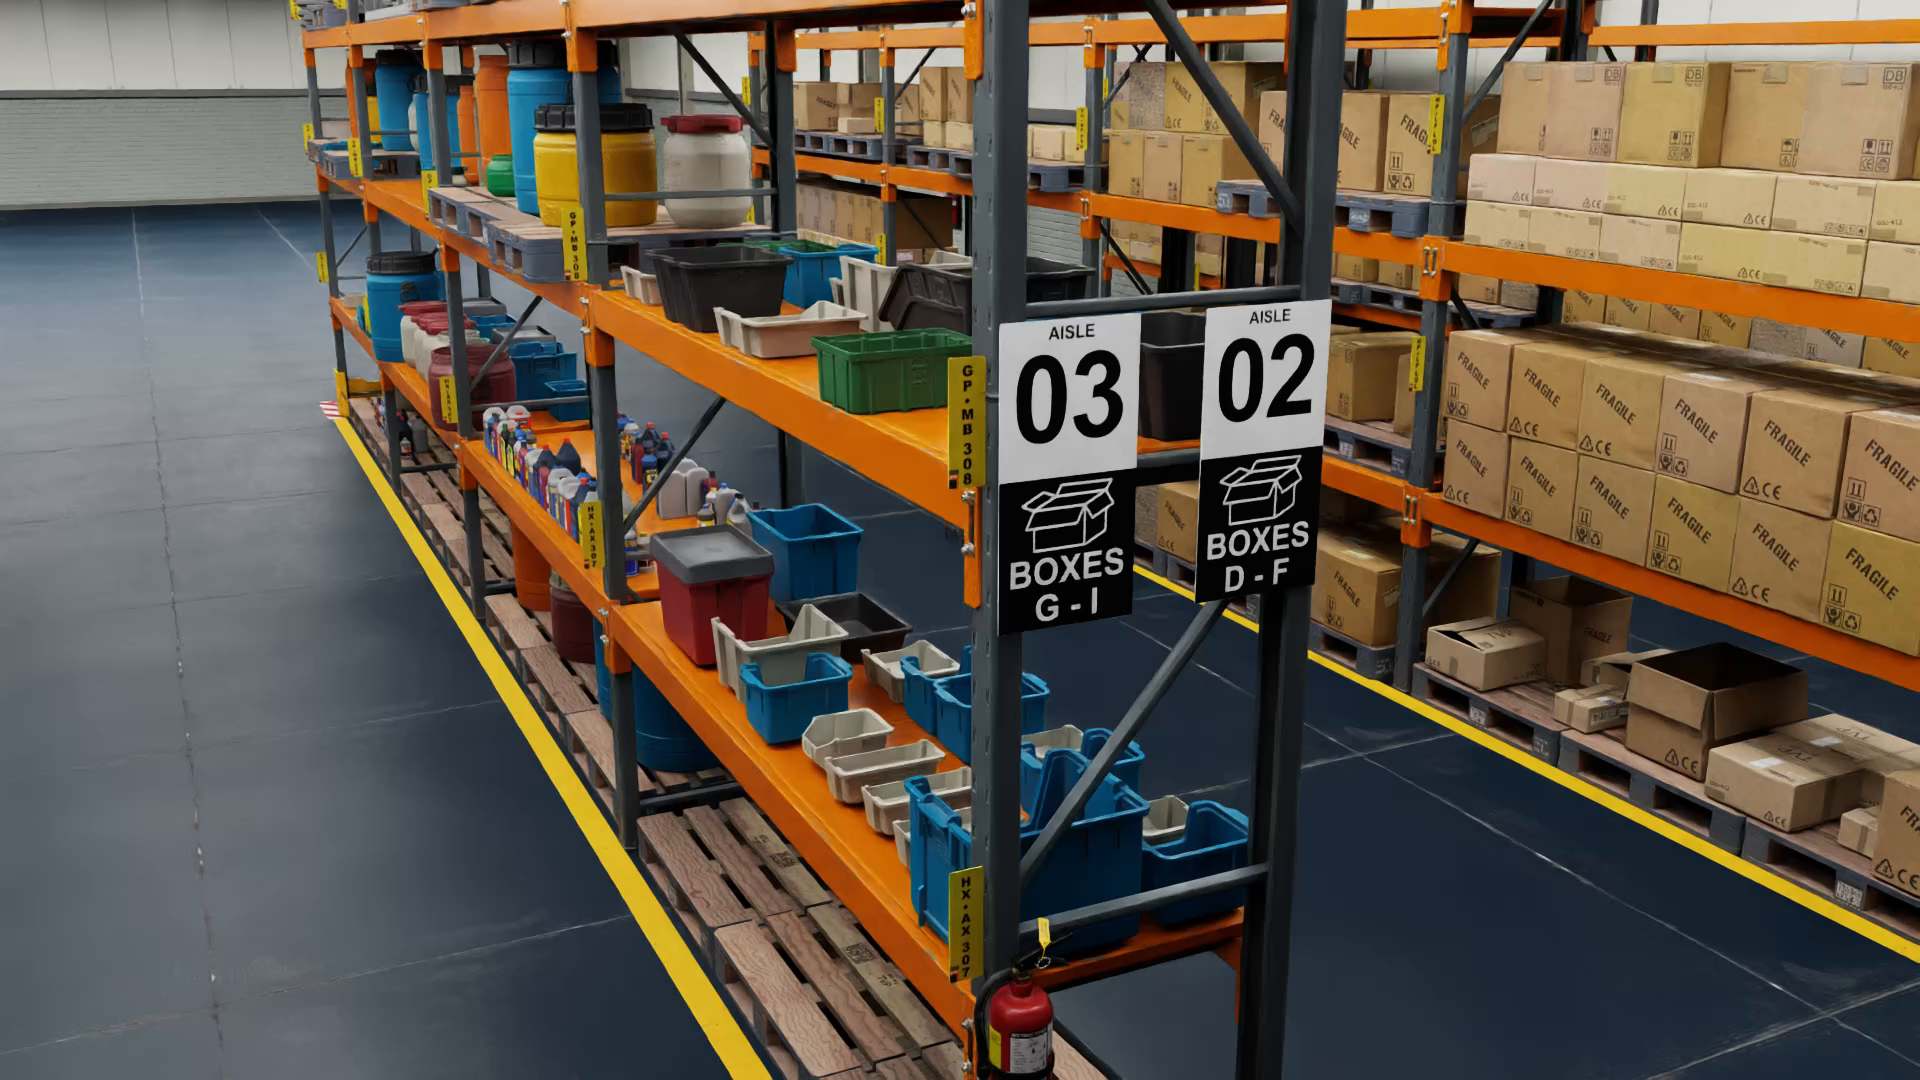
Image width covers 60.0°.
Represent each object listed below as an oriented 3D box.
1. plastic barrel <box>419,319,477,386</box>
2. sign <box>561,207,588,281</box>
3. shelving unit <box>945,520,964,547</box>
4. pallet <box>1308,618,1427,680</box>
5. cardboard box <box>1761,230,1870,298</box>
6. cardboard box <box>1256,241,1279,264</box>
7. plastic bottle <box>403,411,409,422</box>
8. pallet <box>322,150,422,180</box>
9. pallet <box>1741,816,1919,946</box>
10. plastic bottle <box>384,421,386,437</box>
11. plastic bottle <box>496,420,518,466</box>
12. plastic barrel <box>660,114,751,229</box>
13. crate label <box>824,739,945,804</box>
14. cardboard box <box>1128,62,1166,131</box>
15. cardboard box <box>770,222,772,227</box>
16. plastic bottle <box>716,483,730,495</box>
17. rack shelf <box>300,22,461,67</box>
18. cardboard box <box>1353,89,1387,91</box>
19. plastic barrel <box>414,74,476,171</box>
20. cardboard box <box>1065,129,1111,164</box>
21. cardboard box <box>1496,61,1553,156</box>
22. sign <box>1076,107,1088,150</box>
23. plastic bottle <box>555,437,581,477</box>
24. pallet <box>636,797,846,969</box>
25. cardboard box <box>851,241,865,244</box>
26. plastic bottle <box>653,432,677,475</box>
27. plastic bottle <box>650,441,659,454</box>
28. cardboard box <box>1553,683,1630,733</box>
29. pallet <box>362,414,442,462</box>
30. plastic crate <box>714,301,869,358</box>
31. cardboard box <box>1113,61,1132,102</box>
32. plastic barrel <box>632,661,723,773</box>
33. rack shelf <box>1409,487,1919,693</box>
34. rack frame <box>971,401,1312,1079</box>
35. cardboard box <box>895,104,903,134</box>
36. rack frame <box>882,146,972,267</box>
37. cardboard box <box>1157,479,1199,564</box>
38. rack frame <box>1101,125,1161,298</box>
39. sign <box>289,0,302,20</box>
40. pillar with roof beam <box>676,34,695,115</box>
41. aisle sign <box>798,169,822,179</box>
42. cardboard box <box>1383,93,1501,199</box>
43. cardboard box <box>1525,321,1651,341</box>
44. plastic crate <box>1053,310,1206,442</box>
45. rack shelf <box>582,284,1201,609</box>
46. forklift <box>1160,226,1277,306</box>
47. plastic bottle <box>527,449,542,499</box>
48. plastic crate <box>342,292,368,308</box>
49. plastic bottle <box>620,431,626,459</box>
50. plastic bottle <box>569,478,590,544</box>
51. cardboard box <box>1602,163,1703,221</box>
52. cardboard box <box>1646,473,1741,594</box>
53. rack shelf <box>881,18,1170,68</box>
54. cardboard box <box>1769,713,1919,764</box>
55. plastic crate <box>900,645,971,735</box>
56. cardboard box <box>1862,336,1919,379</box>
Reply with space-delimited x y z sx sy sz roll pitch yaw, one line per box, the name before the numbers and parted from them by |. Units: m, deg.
plastic barrel | -4.020 -1.453 13.128 0.433 0.535 0.433 0 16 0
sign | -1.744 -1.337 7.516 0.100 0.325 0.005 -8 18 -25
shelving unit | 0.023 -0.491 13.560 0.215 1.050 0.252 -8 18 -25
pallet | 2.816 0.589 11.315 1.003 0.211 1.213 -8 18 -25
cardboard box | 4.056 -1.275 7.591 0.500 0.250 0.500 -8 18 -25
cardboard box | 3.668 -3.515 19.438 0.500 0.500 0.500 -8 18 -25
plastic bottle | -5.439 -1.117 16.333 0.061 0.283 0.133 -8 18 -25
pallet | -5.157 -3.458 15.268 1.213 0.211 1.003 -8 18 -25
pallet | 4.575 1.562 7.926 1.003 0.211 1.213 -8 18 -25
plastic bottle | -5.664 -1.126 16.512 0.097 0.201 0.097 0 16 0
plastic bottle | -2.899 -0.628 10.725 0.152 0.276 0.135 -8 18 -25
plastic barrel | -1.254 -1.826 8.231 0.433 0.535 0.433 0 16 0
crate label | -0.274 0.813 5.848 0.396 0.136 0.243 -8 18 -25
cardboard box | 1.639 -3.408 12.755 0.500 0.500 0.500 -8 18 -25
cardboard box | -2.073 -3.766 20.079 0.380 0.149 0.250 -8 18 -25
plastic bottle | -1.295 -0.178 9.167 0.097 0.271 0.097 0 16 0
rack shelf | -5.629 -4.782 16.129 1.077 0.370 4.000 -8 18 -25
cardboard box | 4.320 -4.684 18.254 0.500 0.500 0.500 -5 17 -17
plastic barrel | -4.335 -3.523 14.243 0.600 0.901 0.708 -8 18 -25
cardboard box | 1.204 -3.223 13.617 0.500 0.250 0.500 -9 18 -29
cardboard box | 3.453 -2.409 9.274 0.700 0.500 0.500 -8 18 -25
sign | 0.951 -3.209 12.977 0.100 0.325 0.005 -8 18 -25
plastic bottle | -2.350 -0.446 9.957 0.144 0.351 0.185 -8 18 -25
pallet | -0.891 1.561 7.927 1.003 0.211 1.213 -8 18 -25
cardboard box | -0.950 -3.130 17.864 0.380 0.149 0.250 -8 18 -25
plastic bottle | -1.768 -0.469 10.037 0.144 0.351 0.185 -8 18 -25
plastic bottle | -1.854 -0.474 10.175 0.061 0.283 0.133 -8 18 -25
cardboard box | 3.583 0.940 9.377 0.380 0.166 0.250 -8 18 -25
pallet | -5.548 -1.074 17.112 1.003 0.211 1.213 -8 18 -25
plastic crate | -0.624 -0.762 6.008 0.437 0.136 0.530 -8 18 -25
cardboard box | 2.351 -5.984 21.698 0.500 0.500 0.500 -9 18 -29
plastic barrel | -1.471 0.713 8.870 0.600 0.901 0.708 -8 18 -25
rack shelf | 4.082 0.288 8.615 1.077 0.370 4.000 -8 18 -25
rack frame | 0.504 1.035 4.705 1.000 3.000 0.127 -8 18 -25
cardboard box | -0.519 -4.497 17.690 0.500 0.311 0.500 -9 18 -28
rack frame | -0.299 -2.538 17.156 1.000 3.000 0.127 -8 18 -25
cardboard box | 1.846 -0.154 12.585 0.500 0.500 0.500 -8 18 -26
rack frame | 2.400 -4.129 22.702 1.000 3.000 0.127 -8 18 -25
sign | -7.002 -5.650 17.503 0.100 0.325 0.005 -8 18 -25
pillar with roof beam | -10.899 -12.375 40.558 9.100 9.000 0.400 -8 18 -25
aisle sign | -1.816 -4.831 20.434 0.394 0.787 0.004 -8 18 -25
cardboard box | 3.052 -2.428 10.211 0.600 0.600 0.600 -10 19 -30
cardboard box | 3.660 -0.989 9.764 0.500 0.500 0.500 -8 18 -25
plastic crate | 0.586 -0.473 4.759 0.497 0.269 0.590 -8 18 -25
rack shelf | -0.372 -0.557 6.119 1.077 0.370 4.000 -8 18 -25
forklift | 2.695 -2.236 16.228 1.130 2.935 3.031 14 21 40
plastic bottle | -2.494 -0.398 9.926 0.152 0.276 0.135 -8 18 -25
plastic crate | -6.403 -2.544 17.657 0.298 0.136 0.250 -8 18 -25
plastic bottle | -2.177 -0.644 10.916 0.097 0.201 0.097 0 16 0
plastic bottle | -2.026 -0.167 8.984 0.144 0.351 0.185 -8 18 -25
cardboard box | 3.625 -1.764 8.389 0.500 0.250 0.500 -8 18 -25
cardboard box | 3.853 -0.066 8.362 0.500 0.500 0.500 -8 18 -26
rack shelf | 0.578 -4.387 14.755 1.077 0.370 4.000 -8 18 -25
cardboard box | 4.537 1.131 8.559 0.500 0.250 0.500 -8 18 -25
plastic crate | -0.016 0.585 6.469 0.416 0.233 0.300 -8 18 -25
cardboard box | 7.229 -1.438 12.568 0.500 0.500 0.500 -8 18 -26
